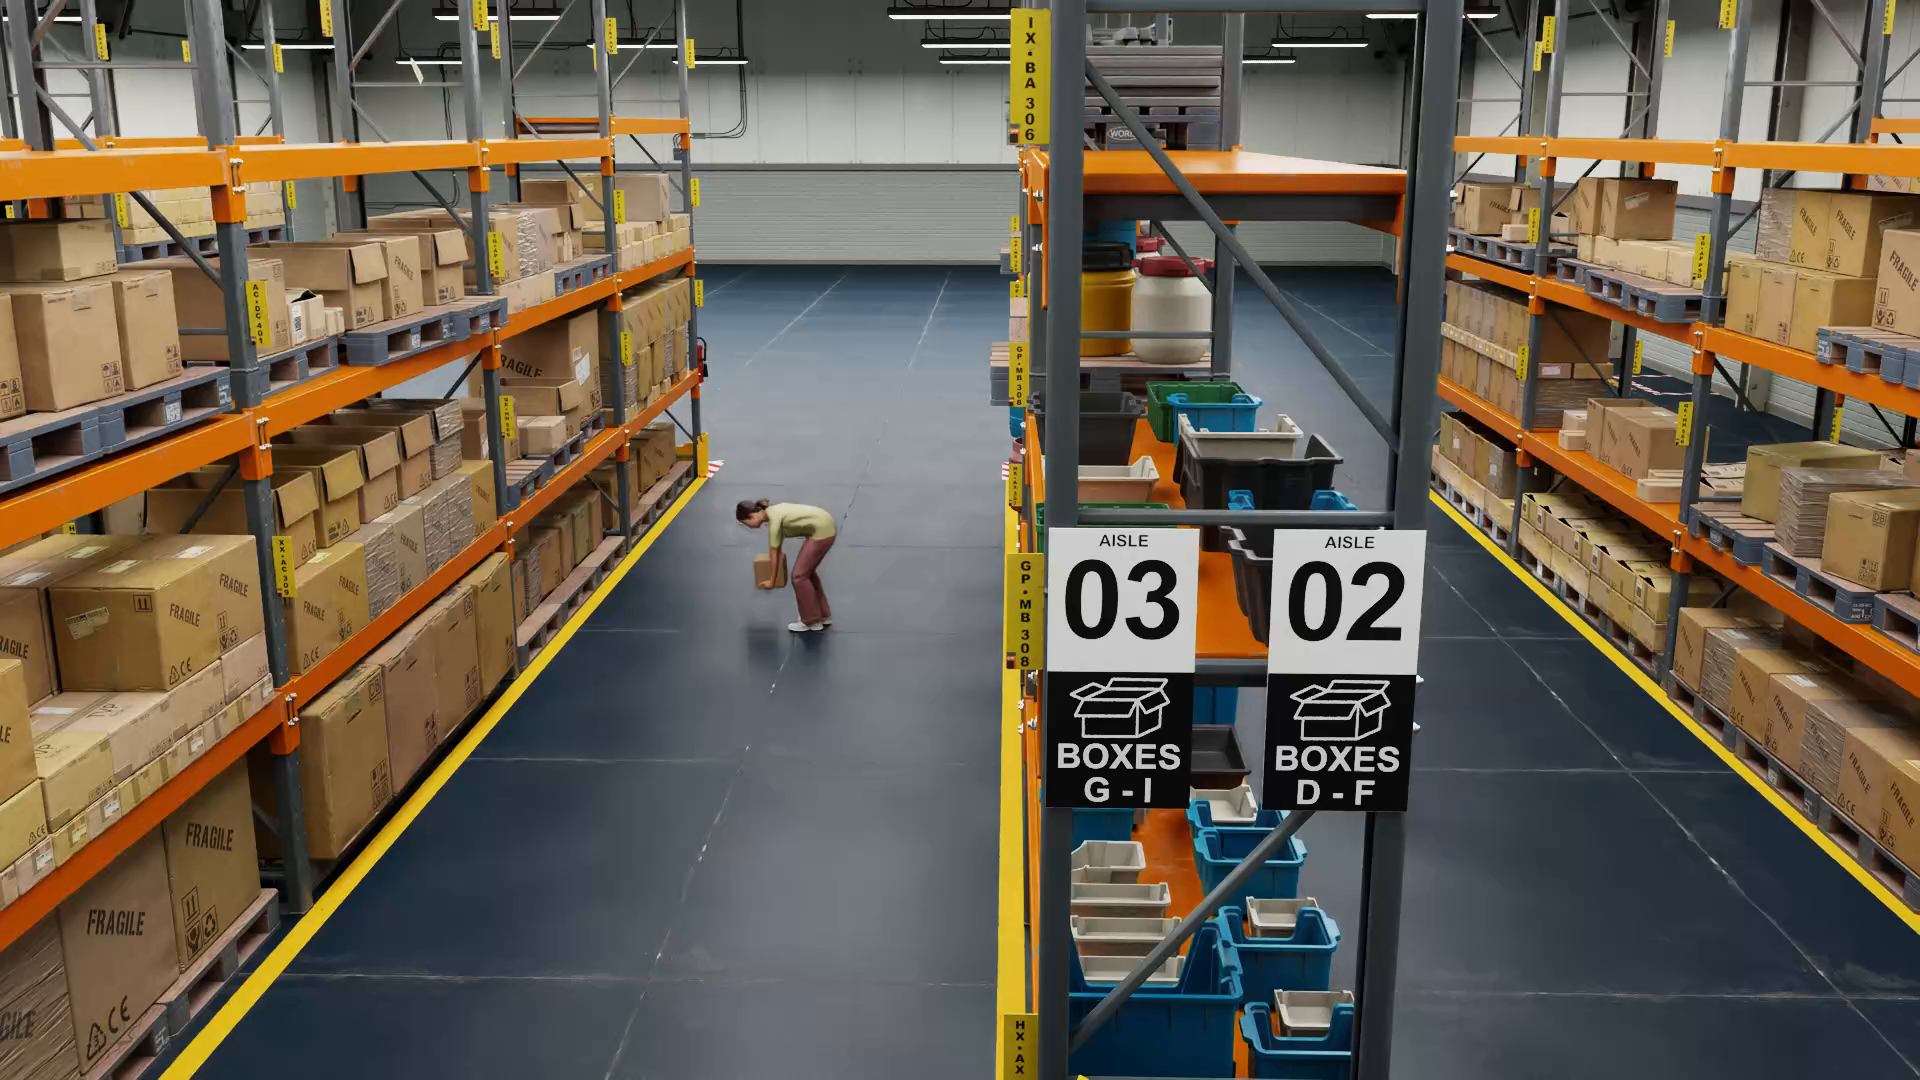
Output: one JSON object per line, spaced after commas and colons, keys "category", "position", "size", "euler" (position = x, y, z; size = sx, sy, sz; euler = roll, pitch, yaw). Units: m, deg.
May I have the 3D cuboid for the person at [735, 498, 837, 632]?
{"category": "person", "position": [-1.484, 0.197, 14.289], "size": [0.865, 1.158, 0.415], "euler": [0, 14, 0]}
